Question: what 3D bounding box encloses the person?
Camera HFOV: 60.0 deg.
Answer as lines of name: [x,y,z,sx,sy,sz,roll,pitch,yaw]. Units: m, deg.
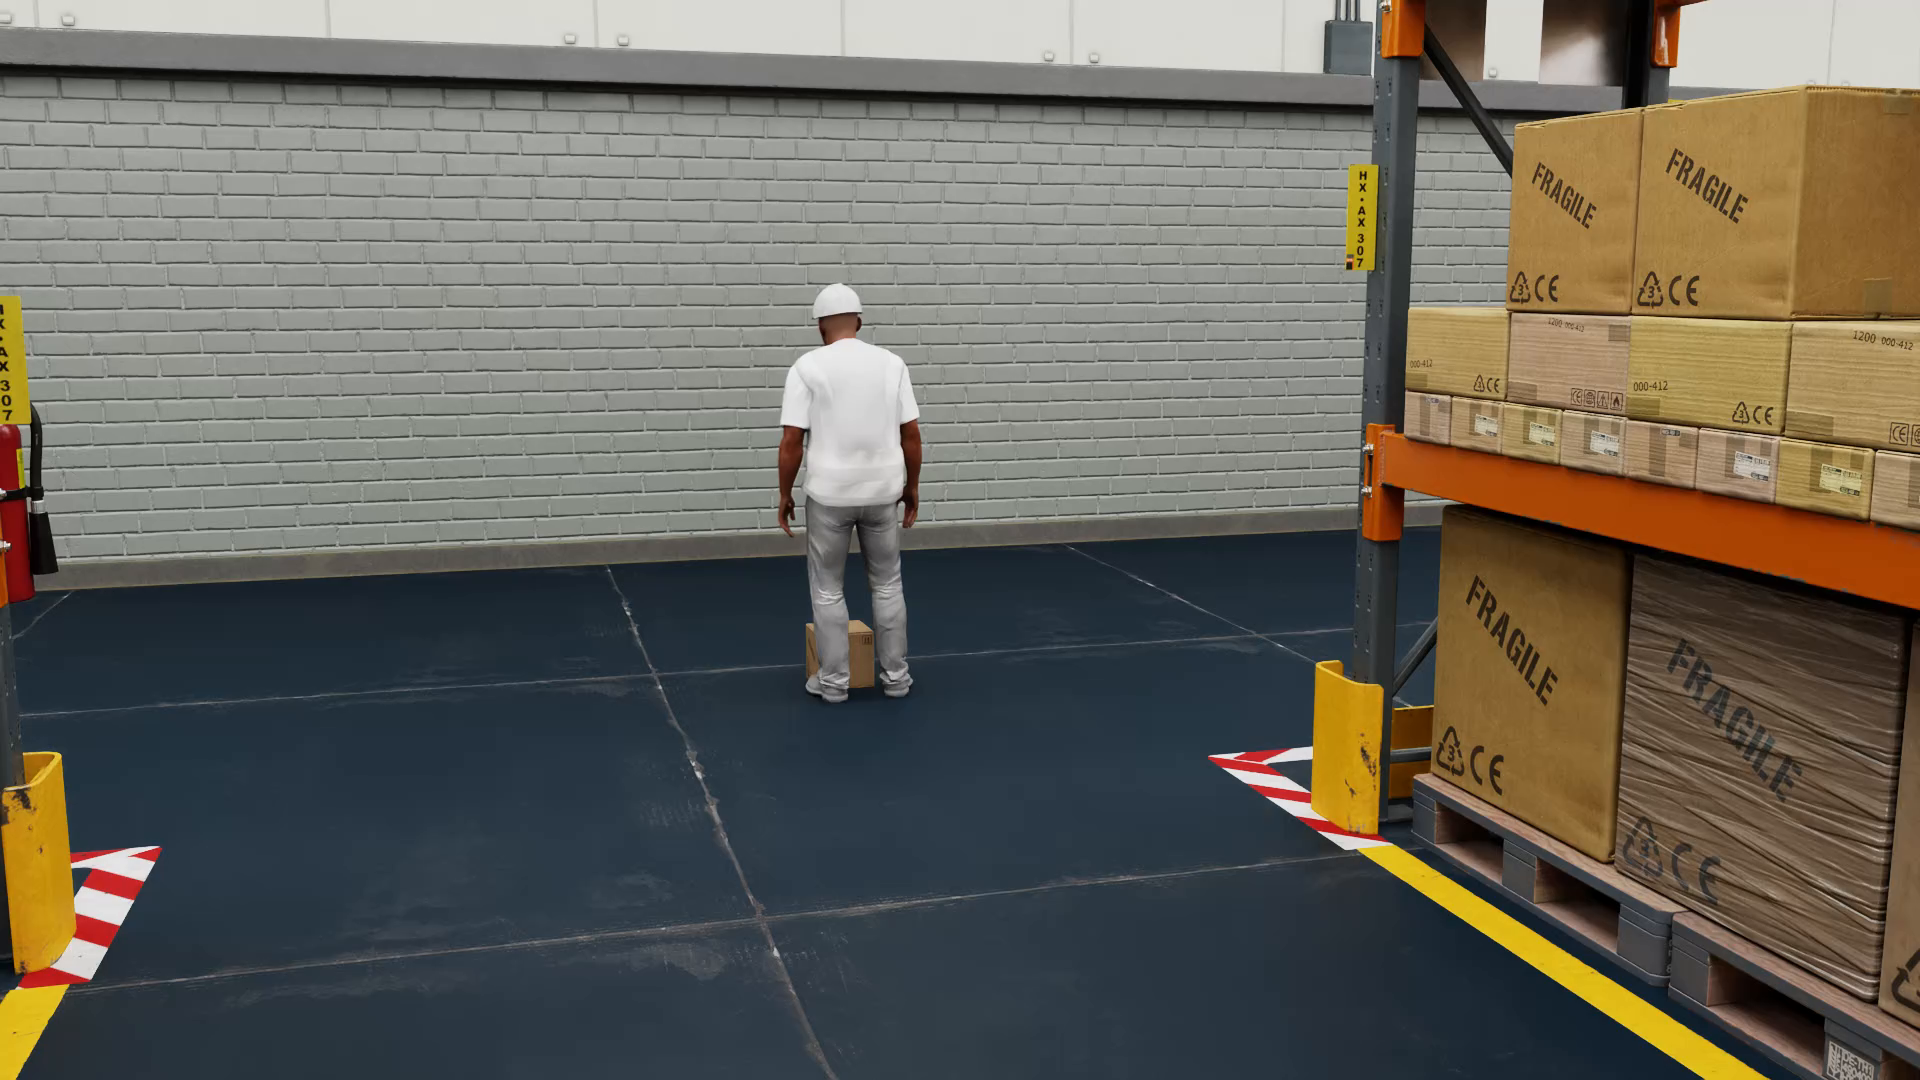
person: [-0.469,-0.199,7.050,0.634,1.759,0.461,-3,10,-19]
